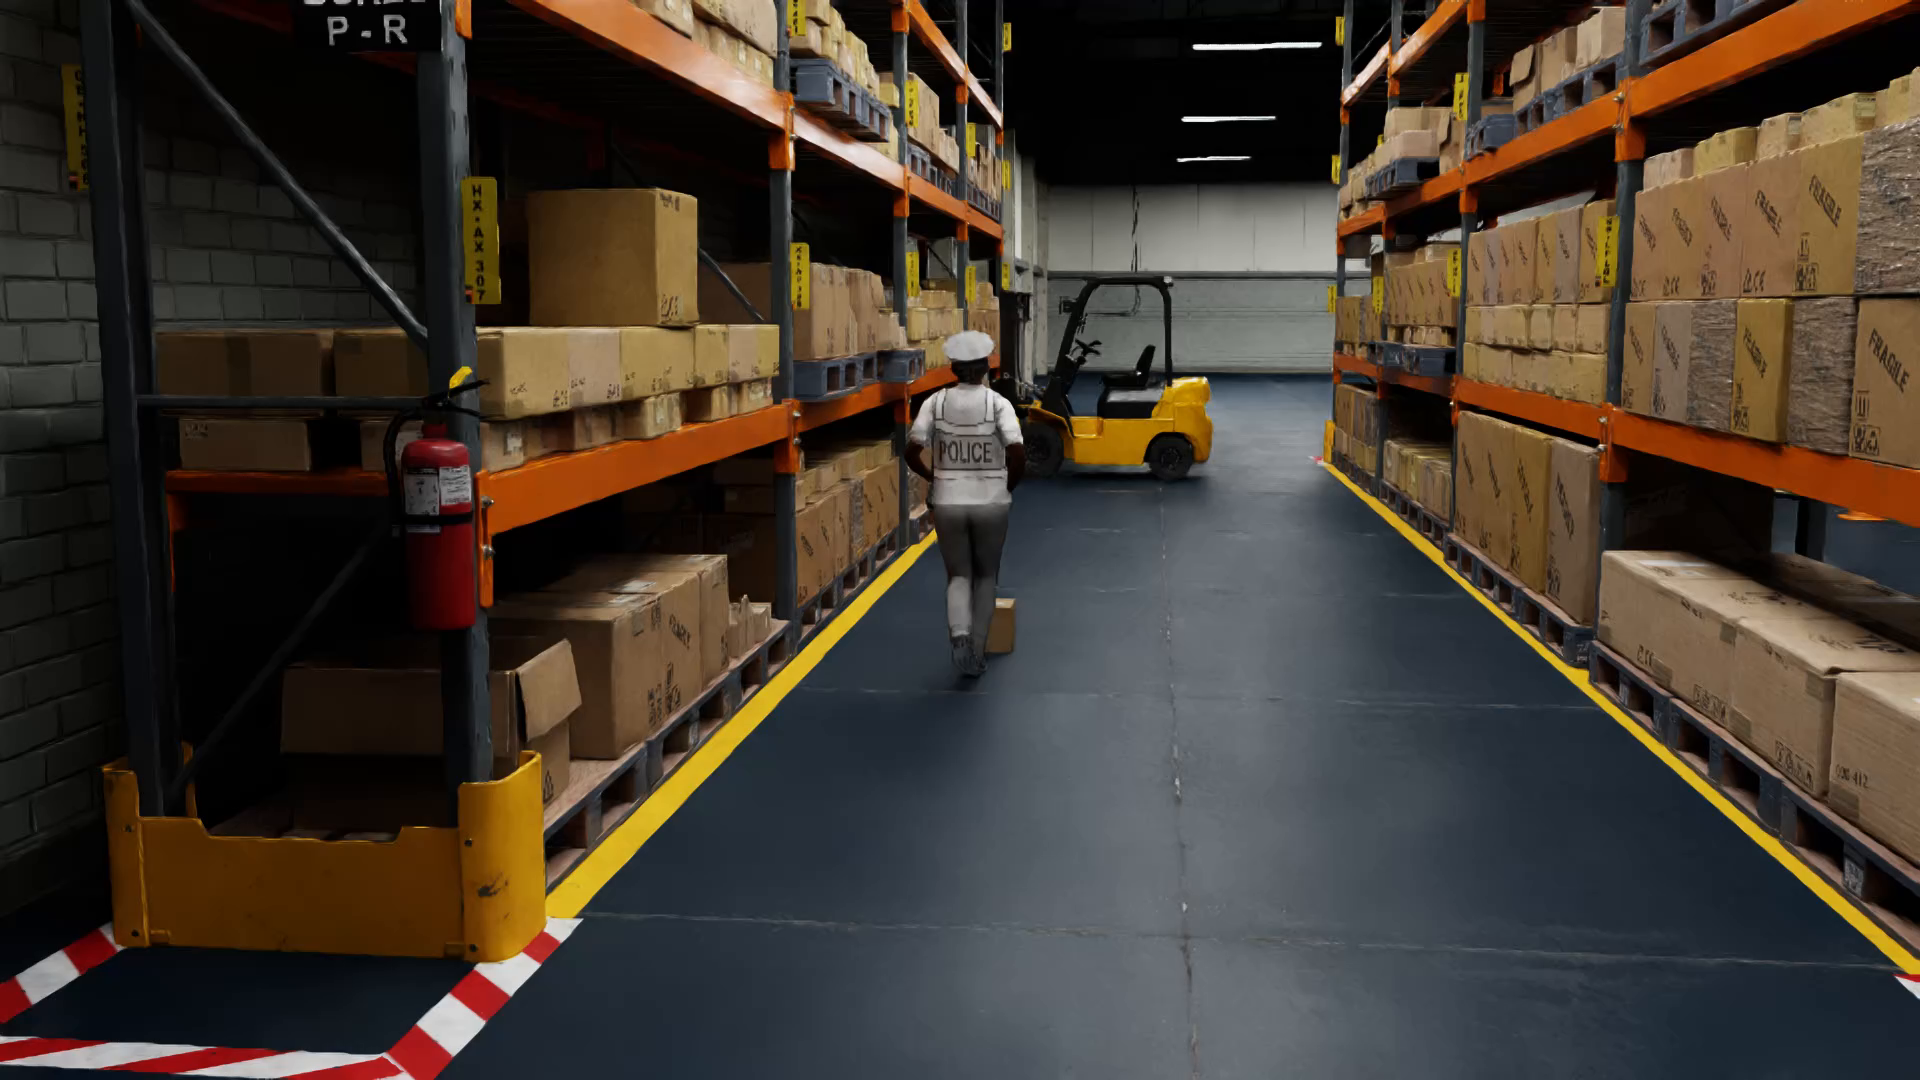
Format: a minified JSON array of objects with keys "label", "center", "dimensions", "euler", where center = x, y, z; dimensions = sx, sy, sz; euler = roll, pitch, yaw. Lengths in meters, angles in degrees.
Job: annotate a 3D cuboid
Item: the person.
[{"label":"person","center":[0.031,-0.156,7.892],"dimensions":[0.593,1.669,0.636],"euler":[1,8,8]}]
